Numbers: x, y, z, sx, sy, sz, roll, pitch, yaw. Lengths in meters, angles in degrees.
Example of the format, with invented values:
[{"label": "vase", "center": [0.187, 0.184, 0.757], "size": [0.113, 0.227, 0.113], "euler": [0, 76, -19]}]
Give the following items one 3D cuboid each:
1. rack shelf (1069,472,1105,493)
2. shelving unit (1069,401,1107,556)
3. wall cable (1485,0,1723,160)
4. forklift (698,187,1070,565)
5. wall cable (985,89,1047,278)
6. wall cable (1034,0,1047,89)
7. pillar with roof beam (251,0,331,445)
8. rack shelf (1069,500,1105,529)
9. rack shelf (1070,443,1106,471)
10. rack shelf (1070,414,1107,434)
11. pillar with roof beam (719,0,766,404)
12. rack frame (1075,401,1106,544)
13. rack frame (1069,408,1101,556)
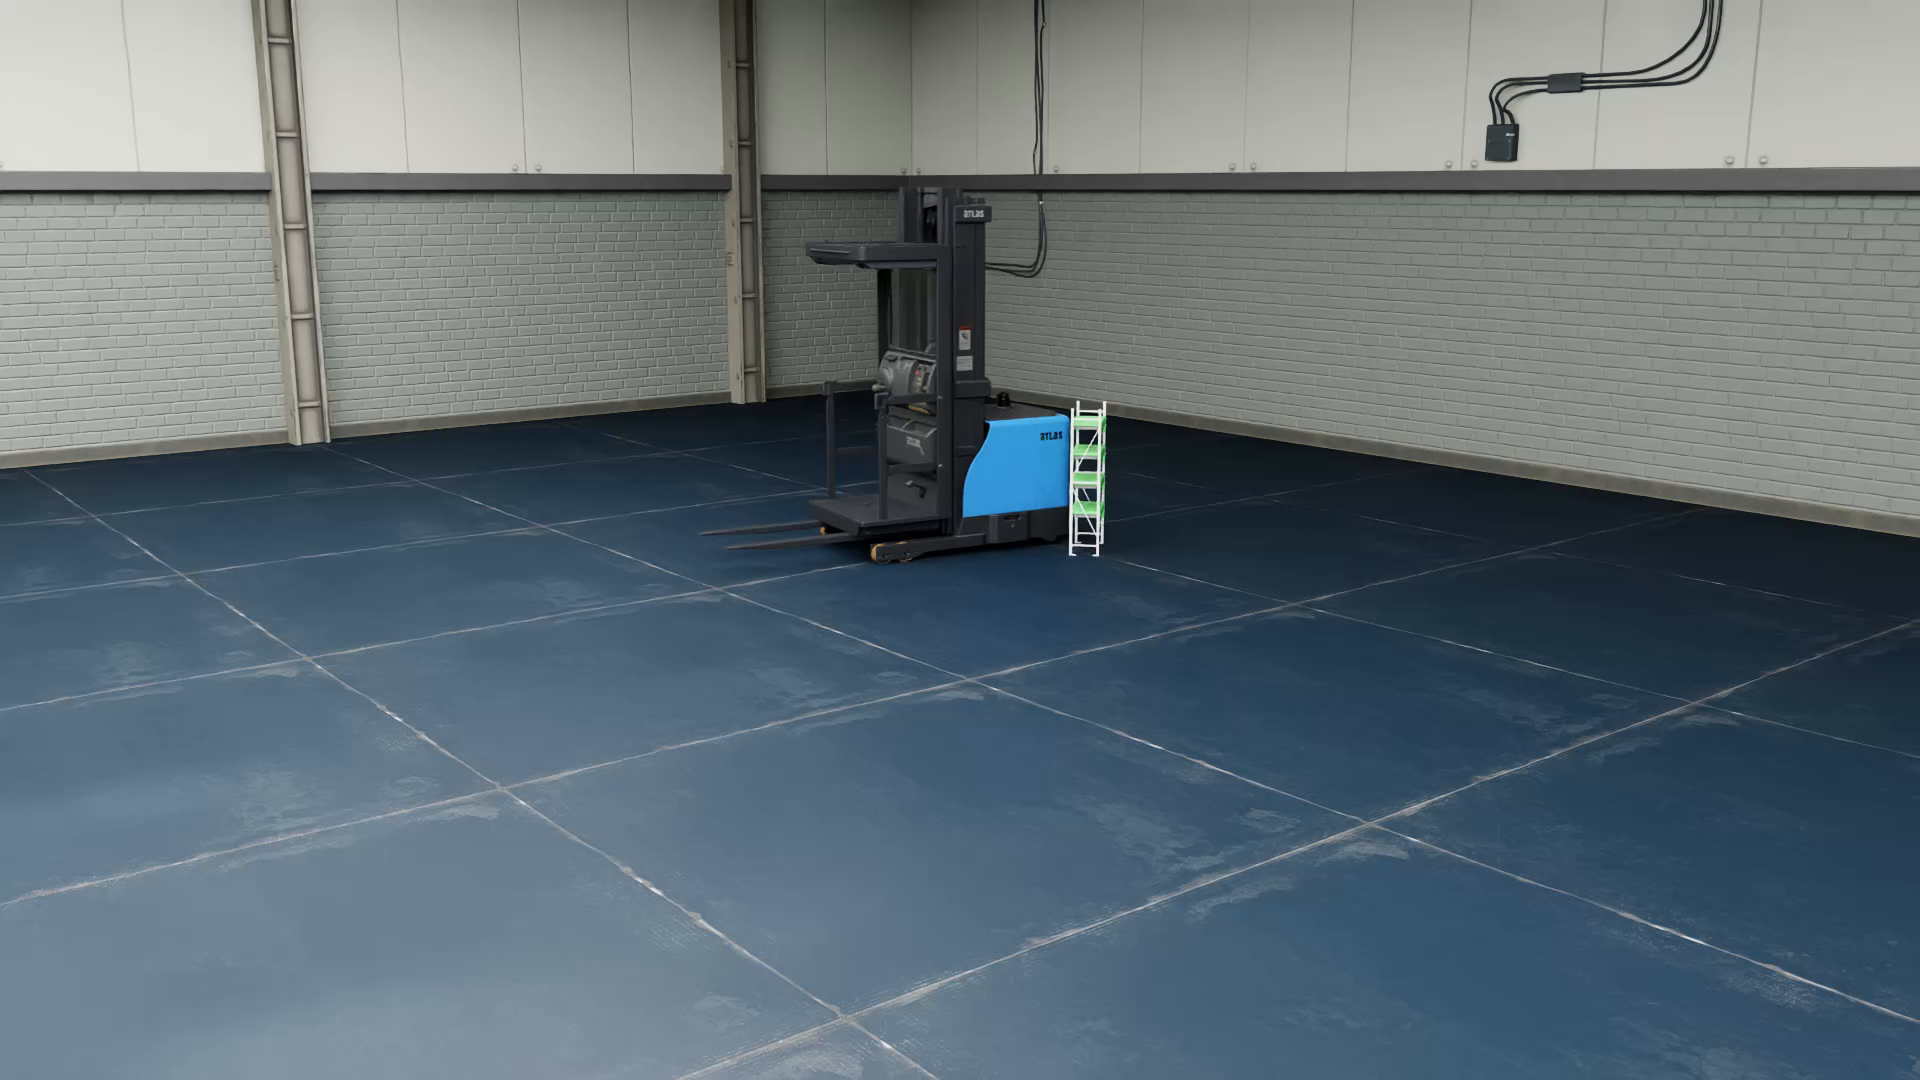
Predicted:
[{"label": "rack shelf", "center": [1.048, -0.448, 13.658], "size": [0.258, 0.148, 0.480], "euler": [2, 12, 9]}, {"label": "shelving unit", "center": [1.048, -0.511, 13.645], "size": [0.258, 1.200, 0.503], "euler": [2, 12, 9]}, {"label": "wall cable", "center": [6.090, -6.618, 15.444], "size": [0.169, 6.003, 2.305], "euler": [-9, 15, -38]}, {"label": "forklift", "center": [-0.613, -1.362, 13.488], "size": [3.031, 2.935, 1.130], "euler": [-6, 14, -28]}, {"label": "wall cable", "center": [0.171, -4.978, 23.381], "size": [0.112, 2.526, 3.097], "euler": [-9, 15, -38]}, {"label": "wall cable", "center": [1.861, -7.009, 20.790], "size": [0.112, 2.526, 3.097], "euler": [-9, 15, -38]}, {"label": "pillar with roof beam", "center": [-4.951, -4.852, 15.313], "size": [0.400, 9.000, 9.100], "euler": [-9, 15, -38]}, {"label": "rack shelf", "center": [1.048, -0.213, 13.708], "size": [0.258, 0.148, 0.480], "euler": [2, 12, 9]}, {"label": "rack shelf", "center": [1.048, -0.683, 13.608], "size": [0.258, 0.148, 0.480], "euler": [2, 12, 9]}, {"label": "rack shelf", "center": [1.048, -0.918, 13.559], "size": [0.258, 0.148, 0.480], "euler": [2, 12, 9]}, {"label": "pillar with roof beam", "center": [-0.266, -5.630, 18.980], "size": [0.400, 9.000, 9.100], "euler": [-9, 15, -38]}, {"label": "rack frame", "center": [1.087, -0.561, 13.881], "size": [0.240, 1.200, 0.015], "euler": [2, 12, 9]}, {"label": "rack frame", "center": [1.009, -0.461, 13.409], "size": [0.240, 1.200, 0.015], "euler": [2, 12, 9]}]
